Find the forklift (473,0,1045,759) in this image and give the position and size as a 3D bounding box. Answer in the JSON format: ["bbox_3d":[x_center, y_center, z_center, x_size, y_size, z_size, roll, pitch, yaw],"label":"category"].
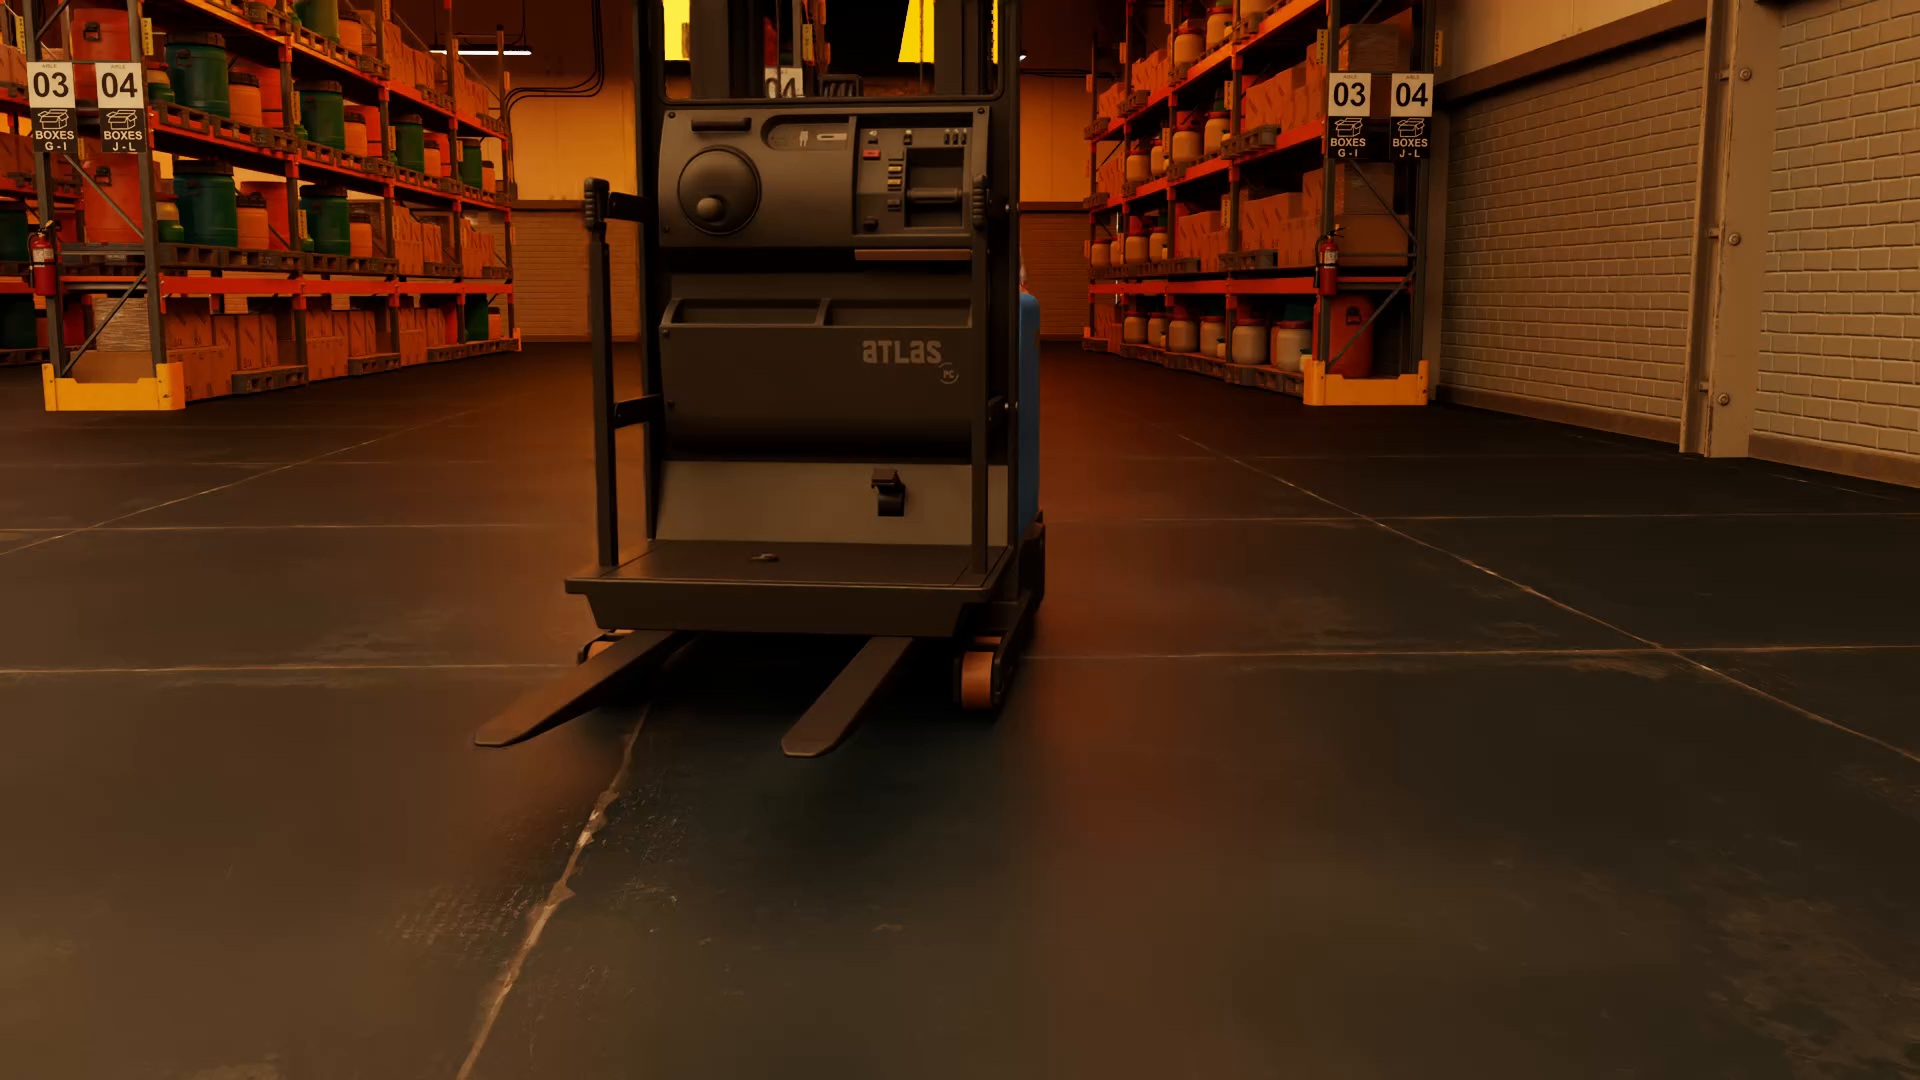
[{"bbox_3d":[-0.407,-1.055,4.437,1.130,2.935,3.031,1,9,7],"label":"forklift"}]

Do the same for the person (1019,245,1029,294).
[{"bbox_3d":[-0.055,-0.763,7.018,0.662,1.596,0.541,2,9,13],"label":"person"}]
